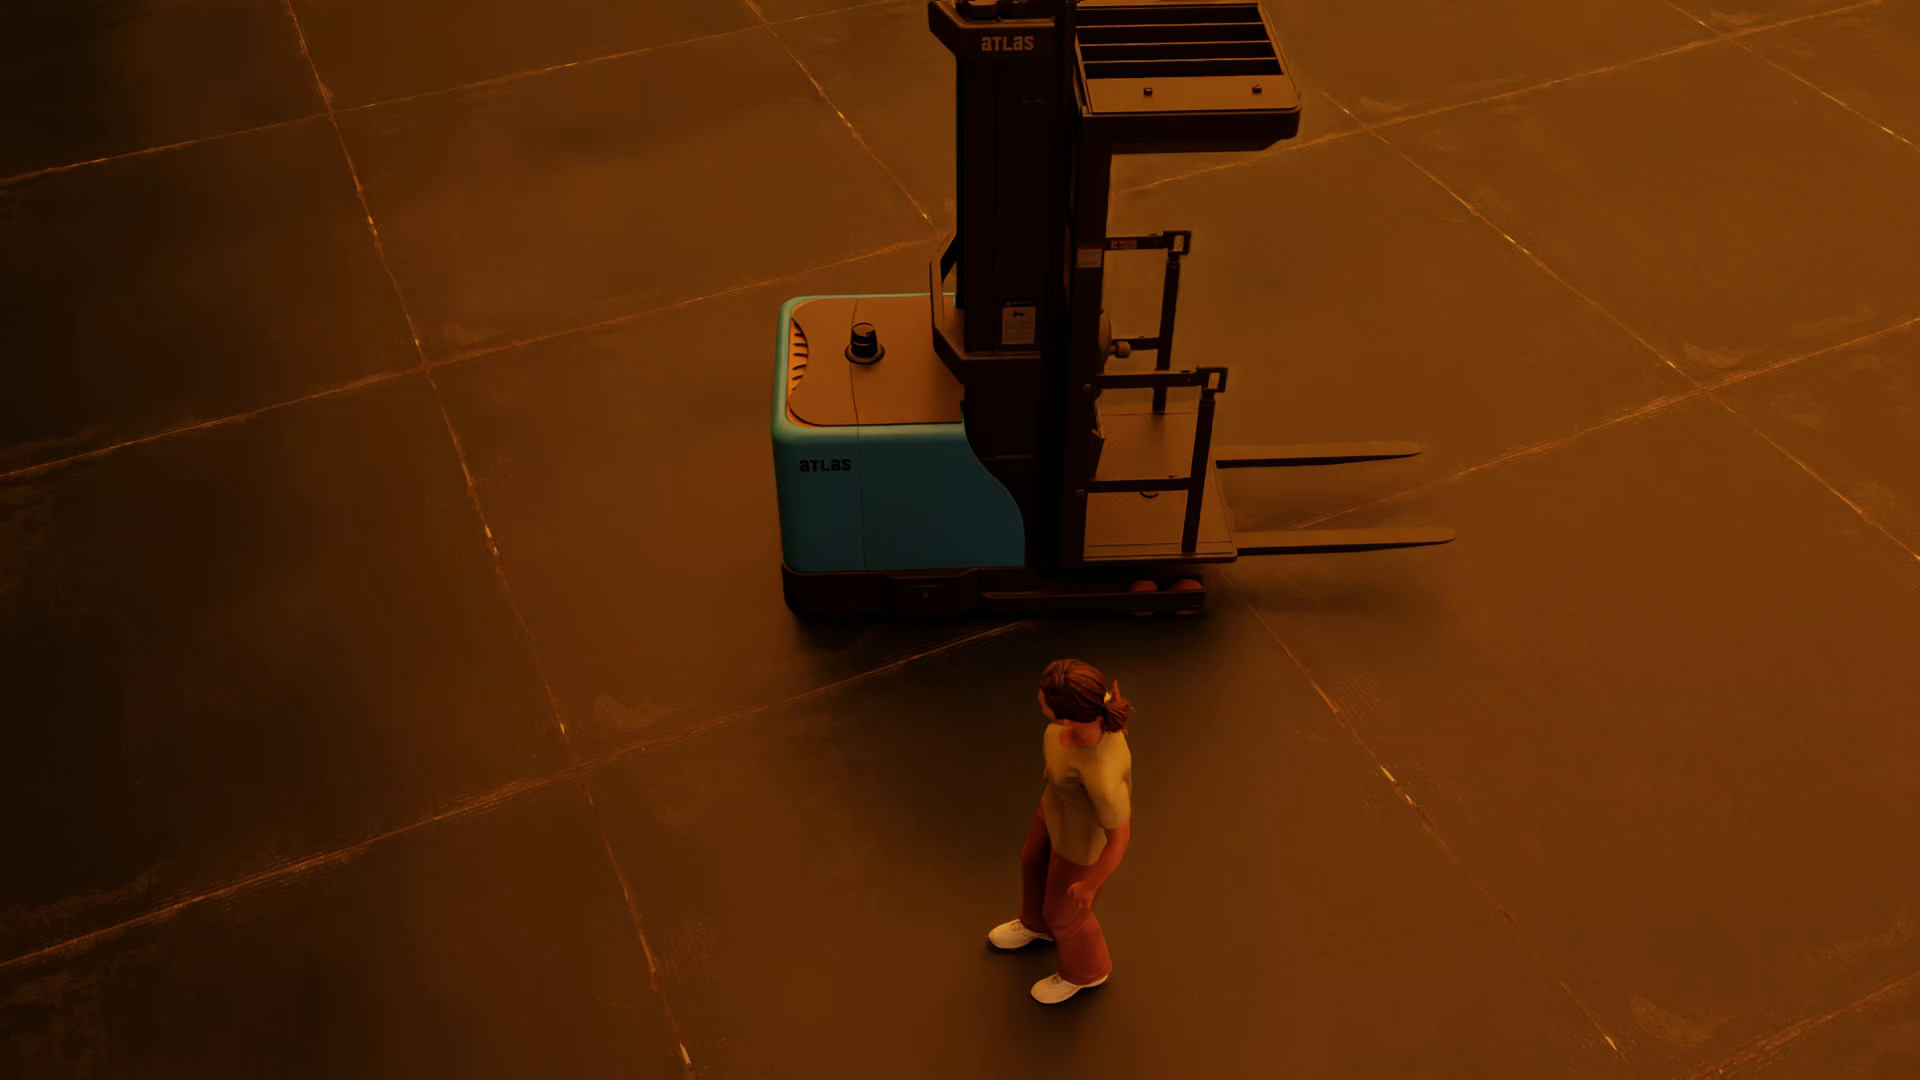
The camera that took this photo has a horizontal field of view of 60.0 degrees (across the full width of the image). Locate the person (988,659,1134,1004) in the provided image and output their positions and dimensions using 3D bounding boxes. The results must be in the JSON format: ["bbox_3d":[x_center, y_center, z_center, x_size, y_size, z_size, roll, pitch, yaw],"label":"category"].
[{"bbox_3d":[0.338,0.967,5.572,0.417,1.666,0.605,-7,43,-8],"label":"person"}]

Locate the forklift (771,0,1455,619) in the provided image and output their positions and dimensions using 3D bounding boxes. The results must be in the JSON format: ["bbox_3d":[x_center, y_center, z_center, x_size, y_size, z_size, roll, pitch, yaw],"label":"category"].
[{"bbox_3d":[0.709,-1.093,6.852,3.031,2.935,1.130,-2,43,-2],"label":"forklift"}]
